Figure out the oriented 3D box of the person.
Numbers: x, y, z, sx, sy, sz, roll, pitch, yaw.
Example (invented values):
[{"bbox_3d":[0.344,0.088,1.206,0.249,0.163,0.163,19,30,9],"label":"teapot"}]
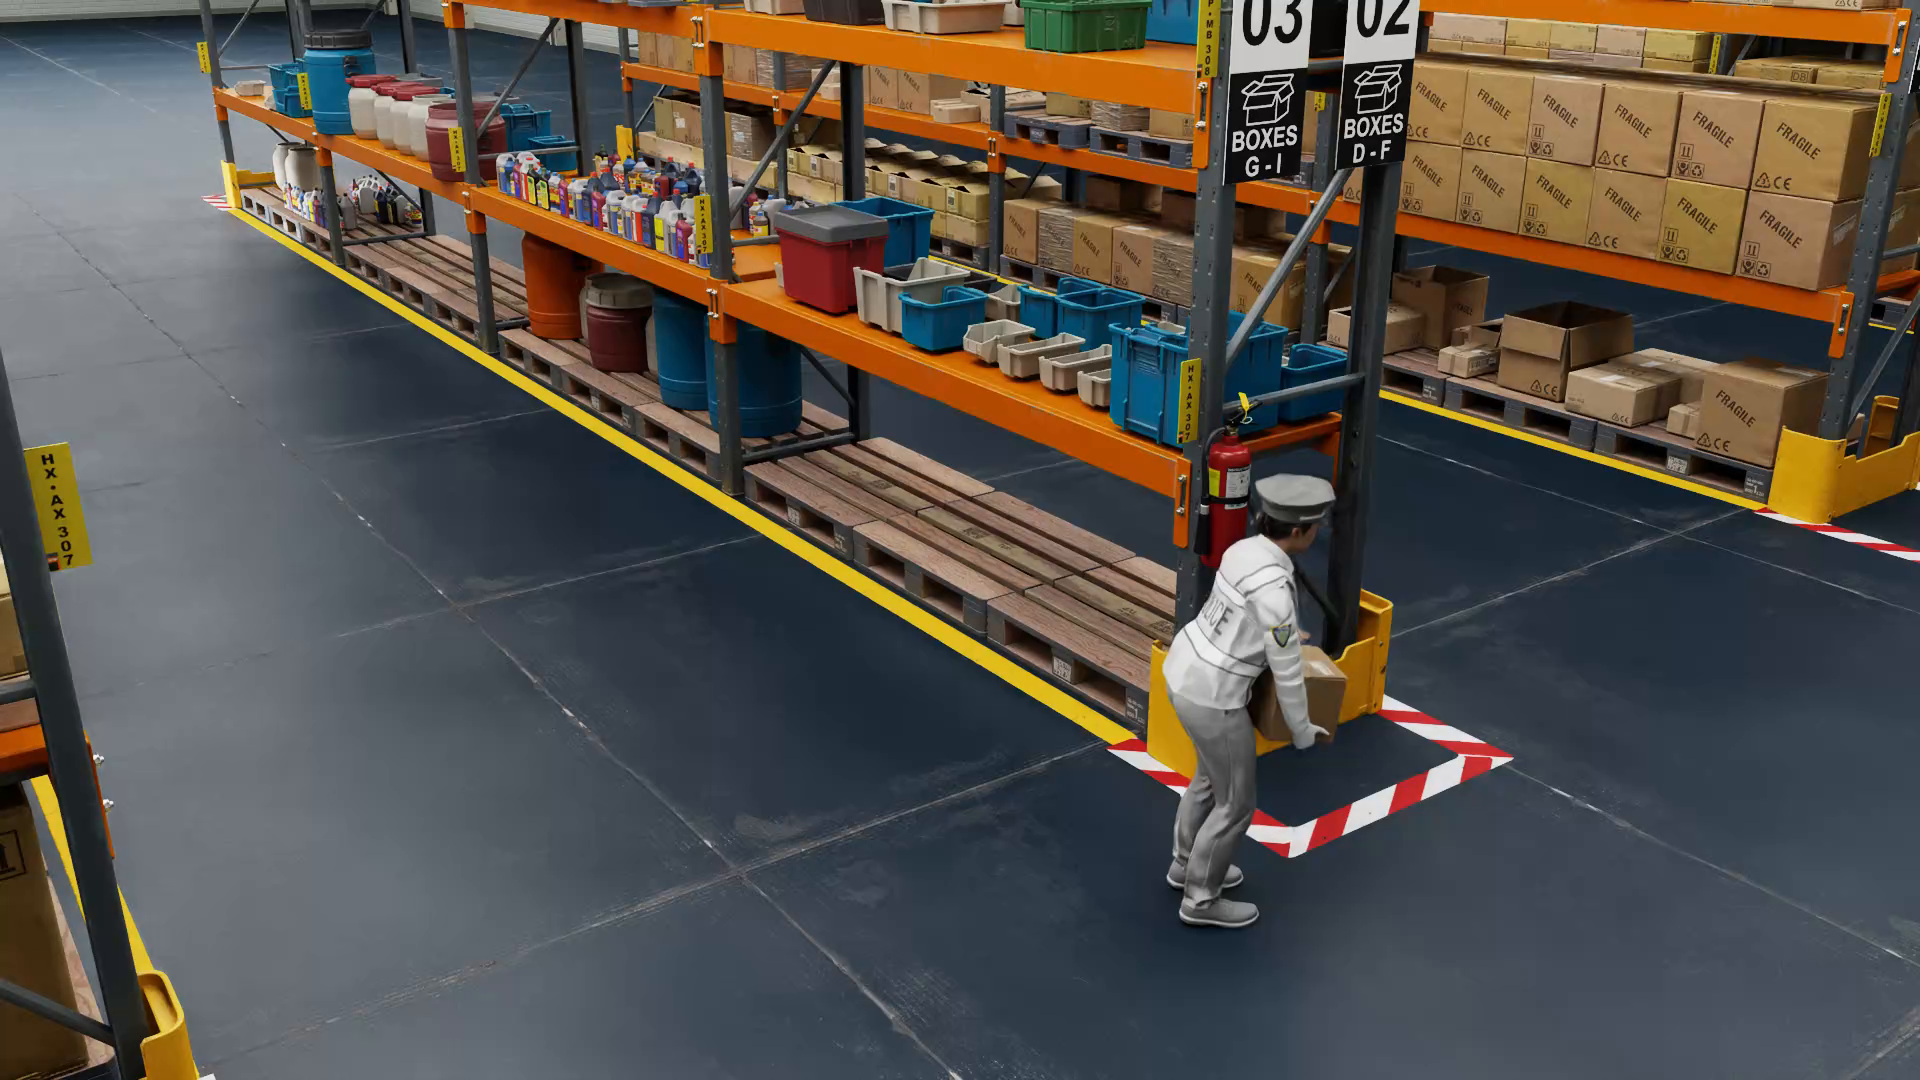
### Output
[{"bbox_3d":[0.975,0.557,5.749,0.548,1.615,0.404,-2,22,-6],"label":"person"}]
